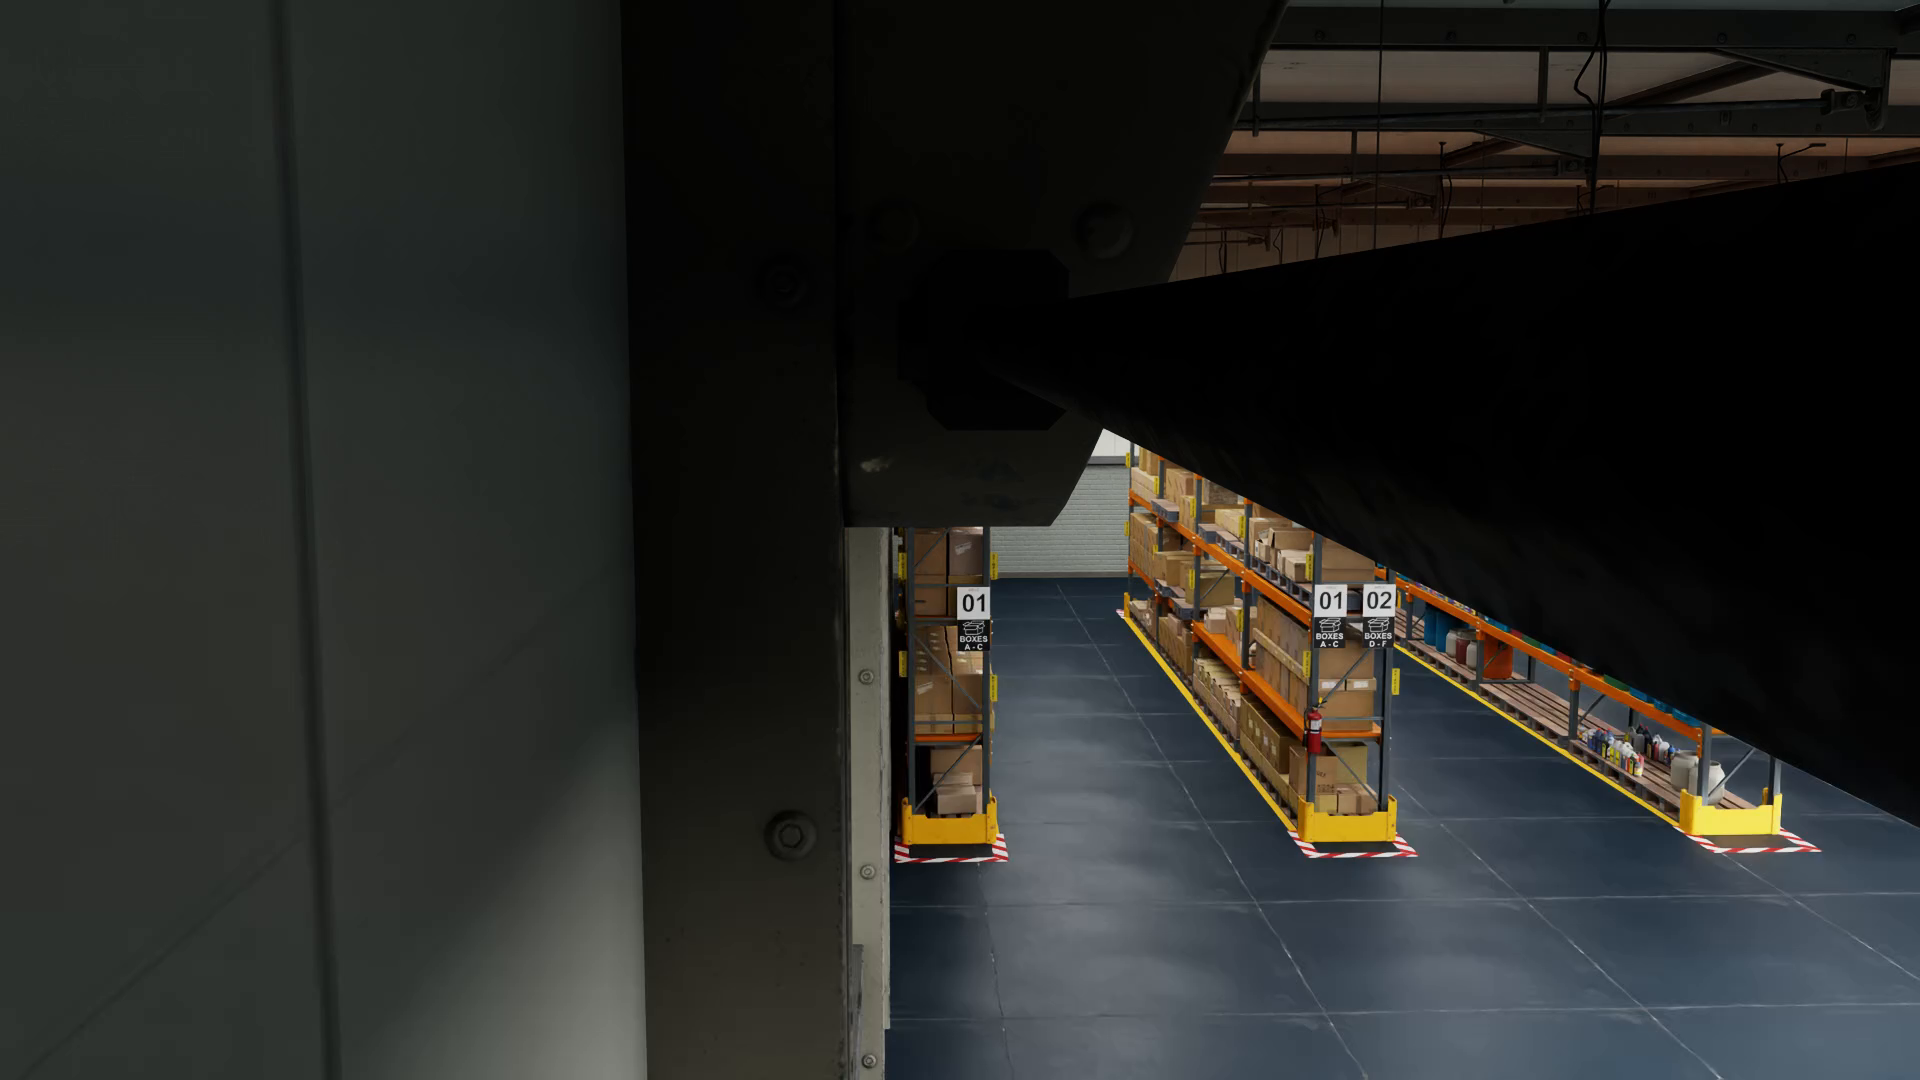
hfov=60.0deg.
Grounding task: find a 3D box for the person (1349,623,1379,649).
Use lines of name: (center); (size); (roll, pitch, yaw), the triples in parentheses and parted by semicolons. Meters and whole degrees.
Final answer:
person: (7.113, 1.728, 29.128); (0.562, 1.695, 1.067); (-1, 7, -8)
